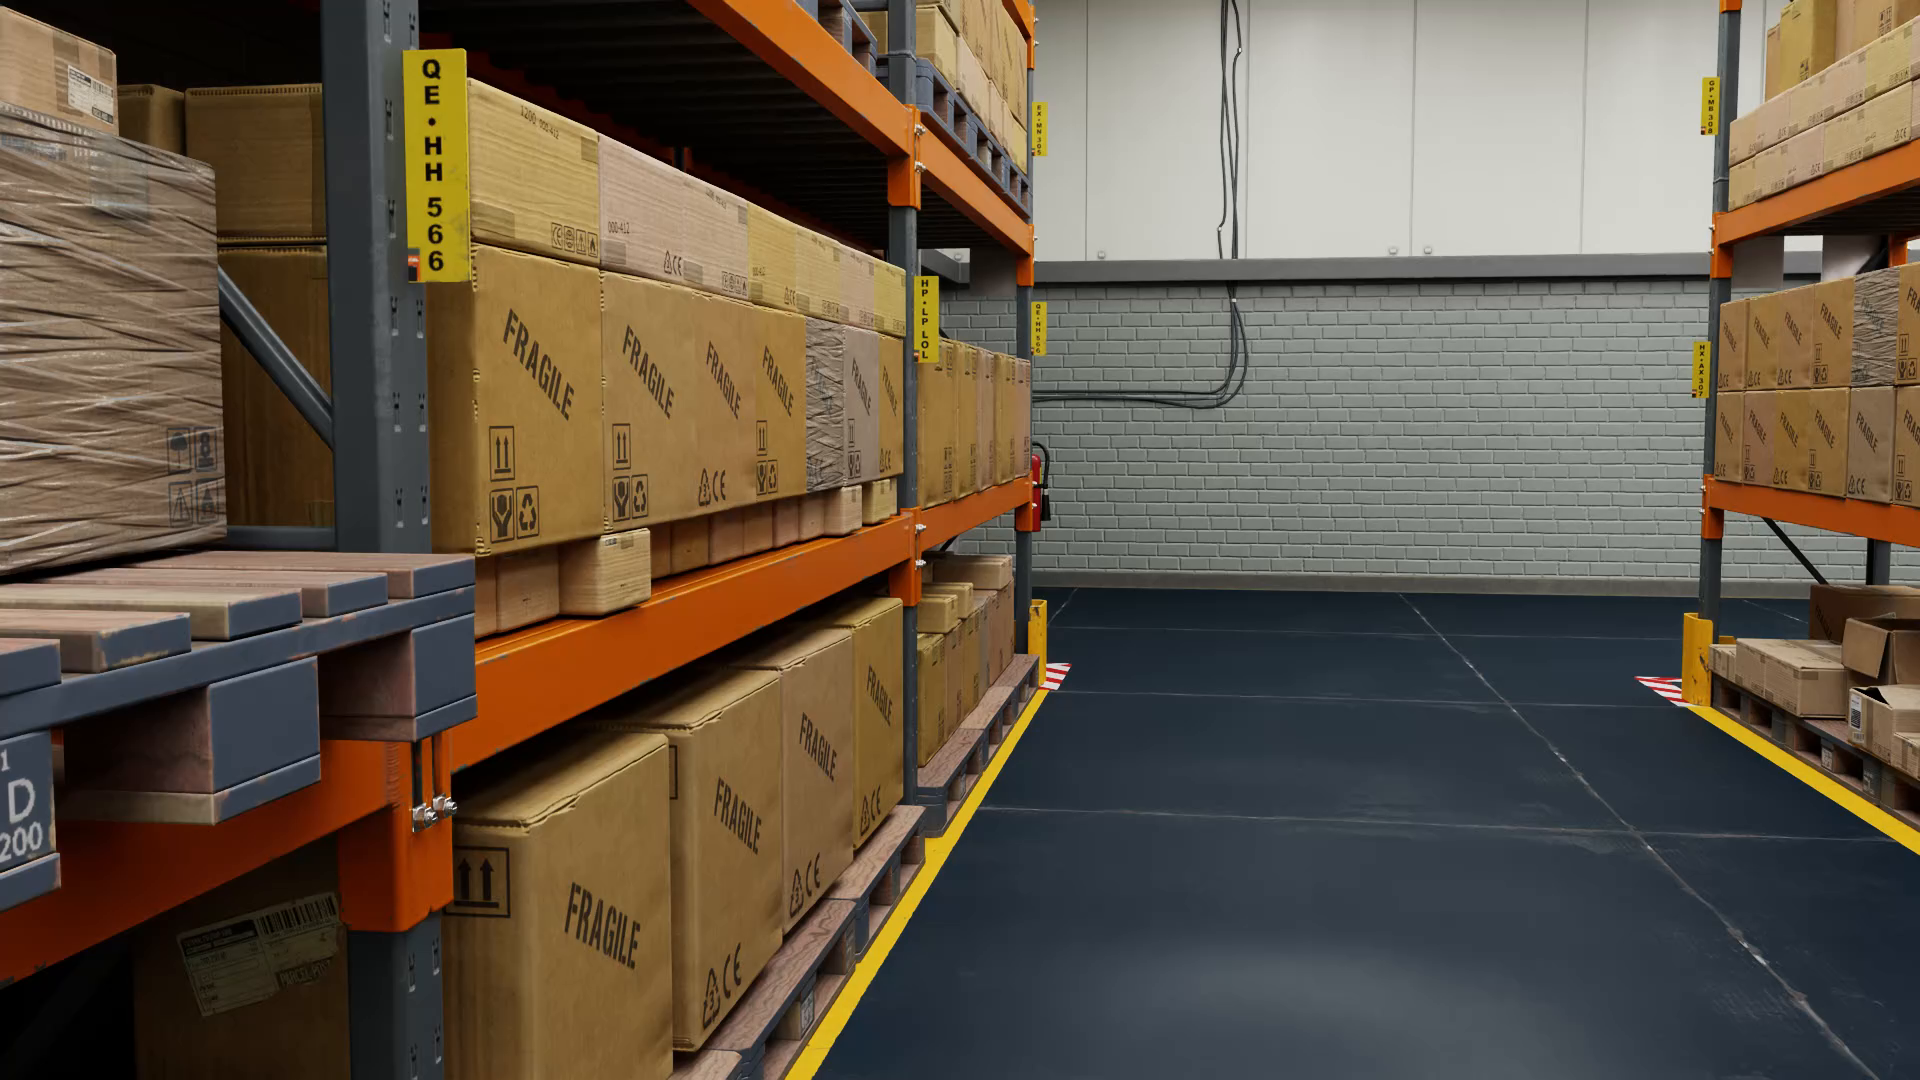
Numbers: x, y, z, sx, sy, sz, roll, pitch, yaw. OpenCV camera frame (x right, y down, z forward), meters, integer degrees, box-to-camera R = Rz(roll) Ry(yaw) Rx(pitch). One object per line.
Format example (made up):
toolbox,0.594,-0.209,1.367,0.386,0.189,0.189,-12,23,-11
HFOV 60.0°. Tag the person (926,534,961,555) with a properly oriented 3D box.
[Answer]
person,-0.167,-0.098,11.914,0.393,1.751,0.528,1,5,10
